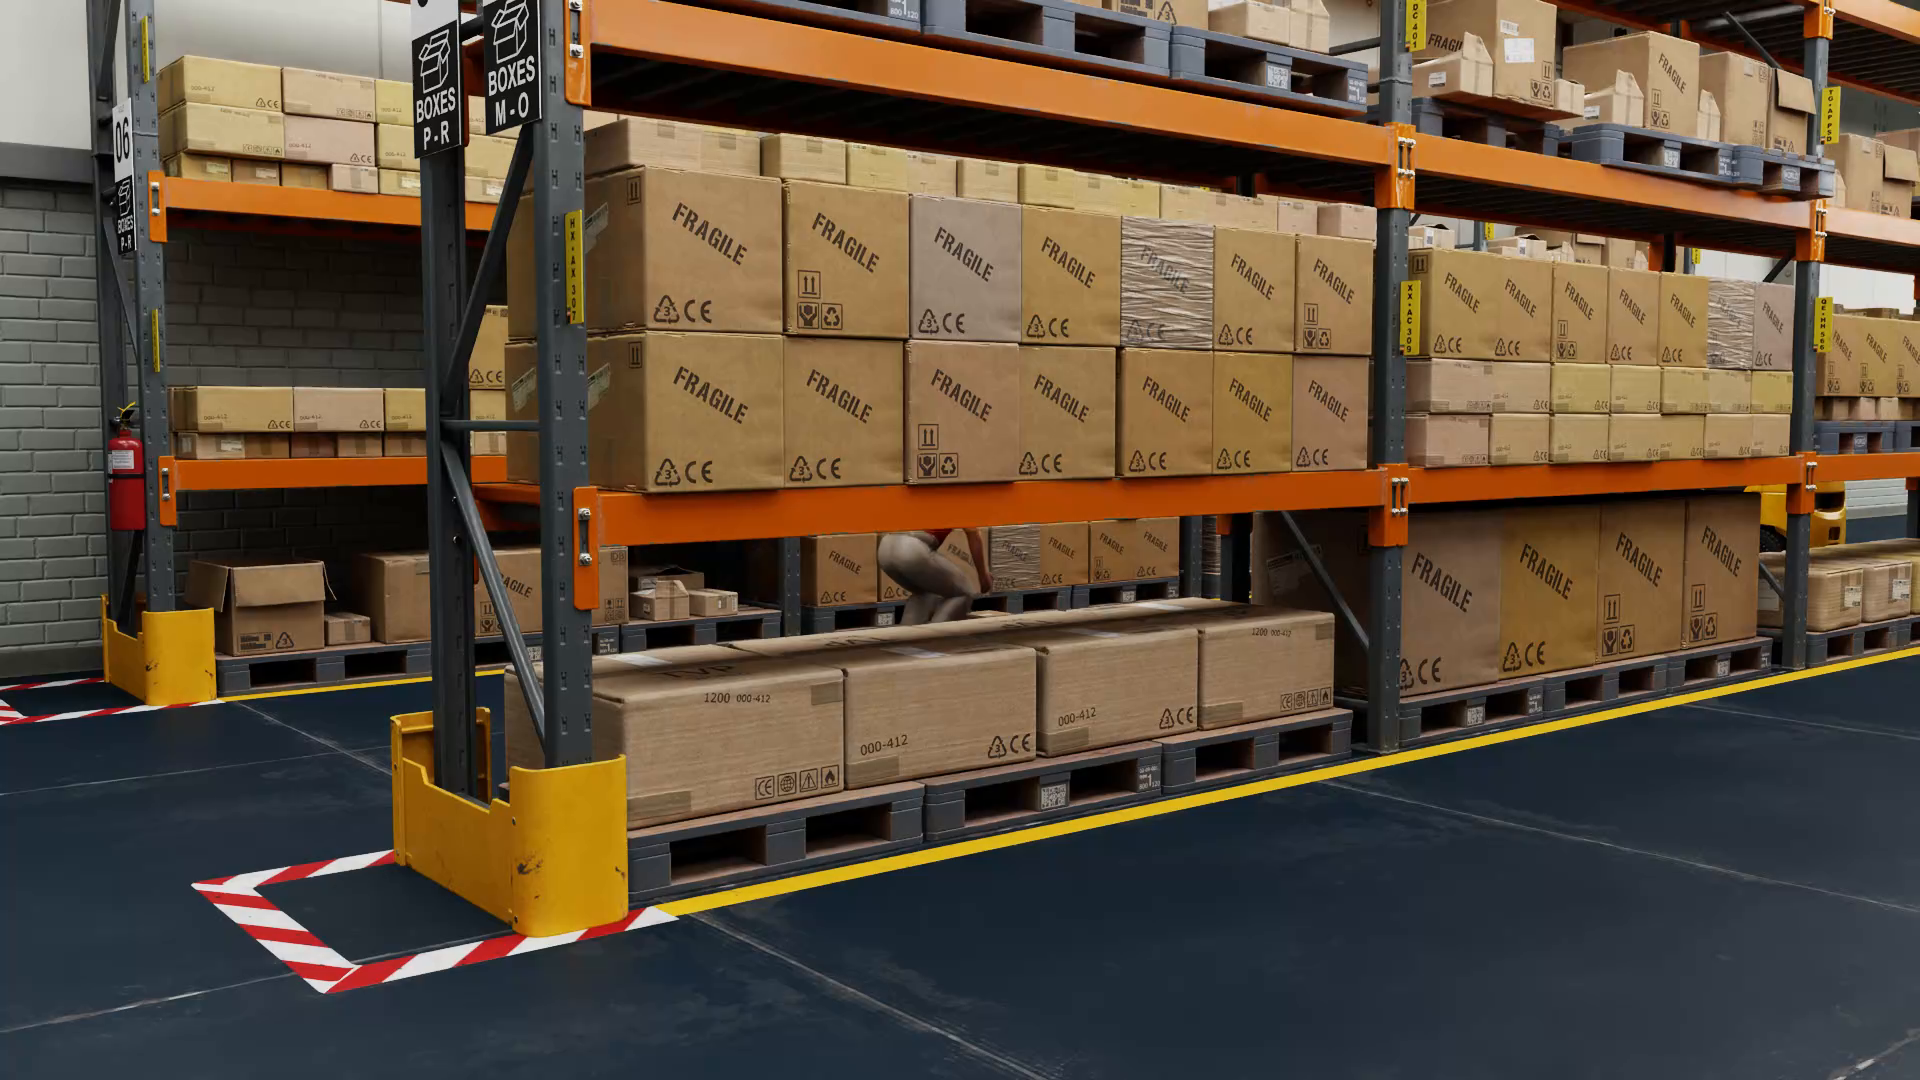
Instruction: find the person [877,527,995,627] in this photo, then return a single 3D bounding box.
[{"bbox_3d":[-0.180,0.113,10.643,0.770,1.280,0.588,-3,5,-39],"label":"person"}]
